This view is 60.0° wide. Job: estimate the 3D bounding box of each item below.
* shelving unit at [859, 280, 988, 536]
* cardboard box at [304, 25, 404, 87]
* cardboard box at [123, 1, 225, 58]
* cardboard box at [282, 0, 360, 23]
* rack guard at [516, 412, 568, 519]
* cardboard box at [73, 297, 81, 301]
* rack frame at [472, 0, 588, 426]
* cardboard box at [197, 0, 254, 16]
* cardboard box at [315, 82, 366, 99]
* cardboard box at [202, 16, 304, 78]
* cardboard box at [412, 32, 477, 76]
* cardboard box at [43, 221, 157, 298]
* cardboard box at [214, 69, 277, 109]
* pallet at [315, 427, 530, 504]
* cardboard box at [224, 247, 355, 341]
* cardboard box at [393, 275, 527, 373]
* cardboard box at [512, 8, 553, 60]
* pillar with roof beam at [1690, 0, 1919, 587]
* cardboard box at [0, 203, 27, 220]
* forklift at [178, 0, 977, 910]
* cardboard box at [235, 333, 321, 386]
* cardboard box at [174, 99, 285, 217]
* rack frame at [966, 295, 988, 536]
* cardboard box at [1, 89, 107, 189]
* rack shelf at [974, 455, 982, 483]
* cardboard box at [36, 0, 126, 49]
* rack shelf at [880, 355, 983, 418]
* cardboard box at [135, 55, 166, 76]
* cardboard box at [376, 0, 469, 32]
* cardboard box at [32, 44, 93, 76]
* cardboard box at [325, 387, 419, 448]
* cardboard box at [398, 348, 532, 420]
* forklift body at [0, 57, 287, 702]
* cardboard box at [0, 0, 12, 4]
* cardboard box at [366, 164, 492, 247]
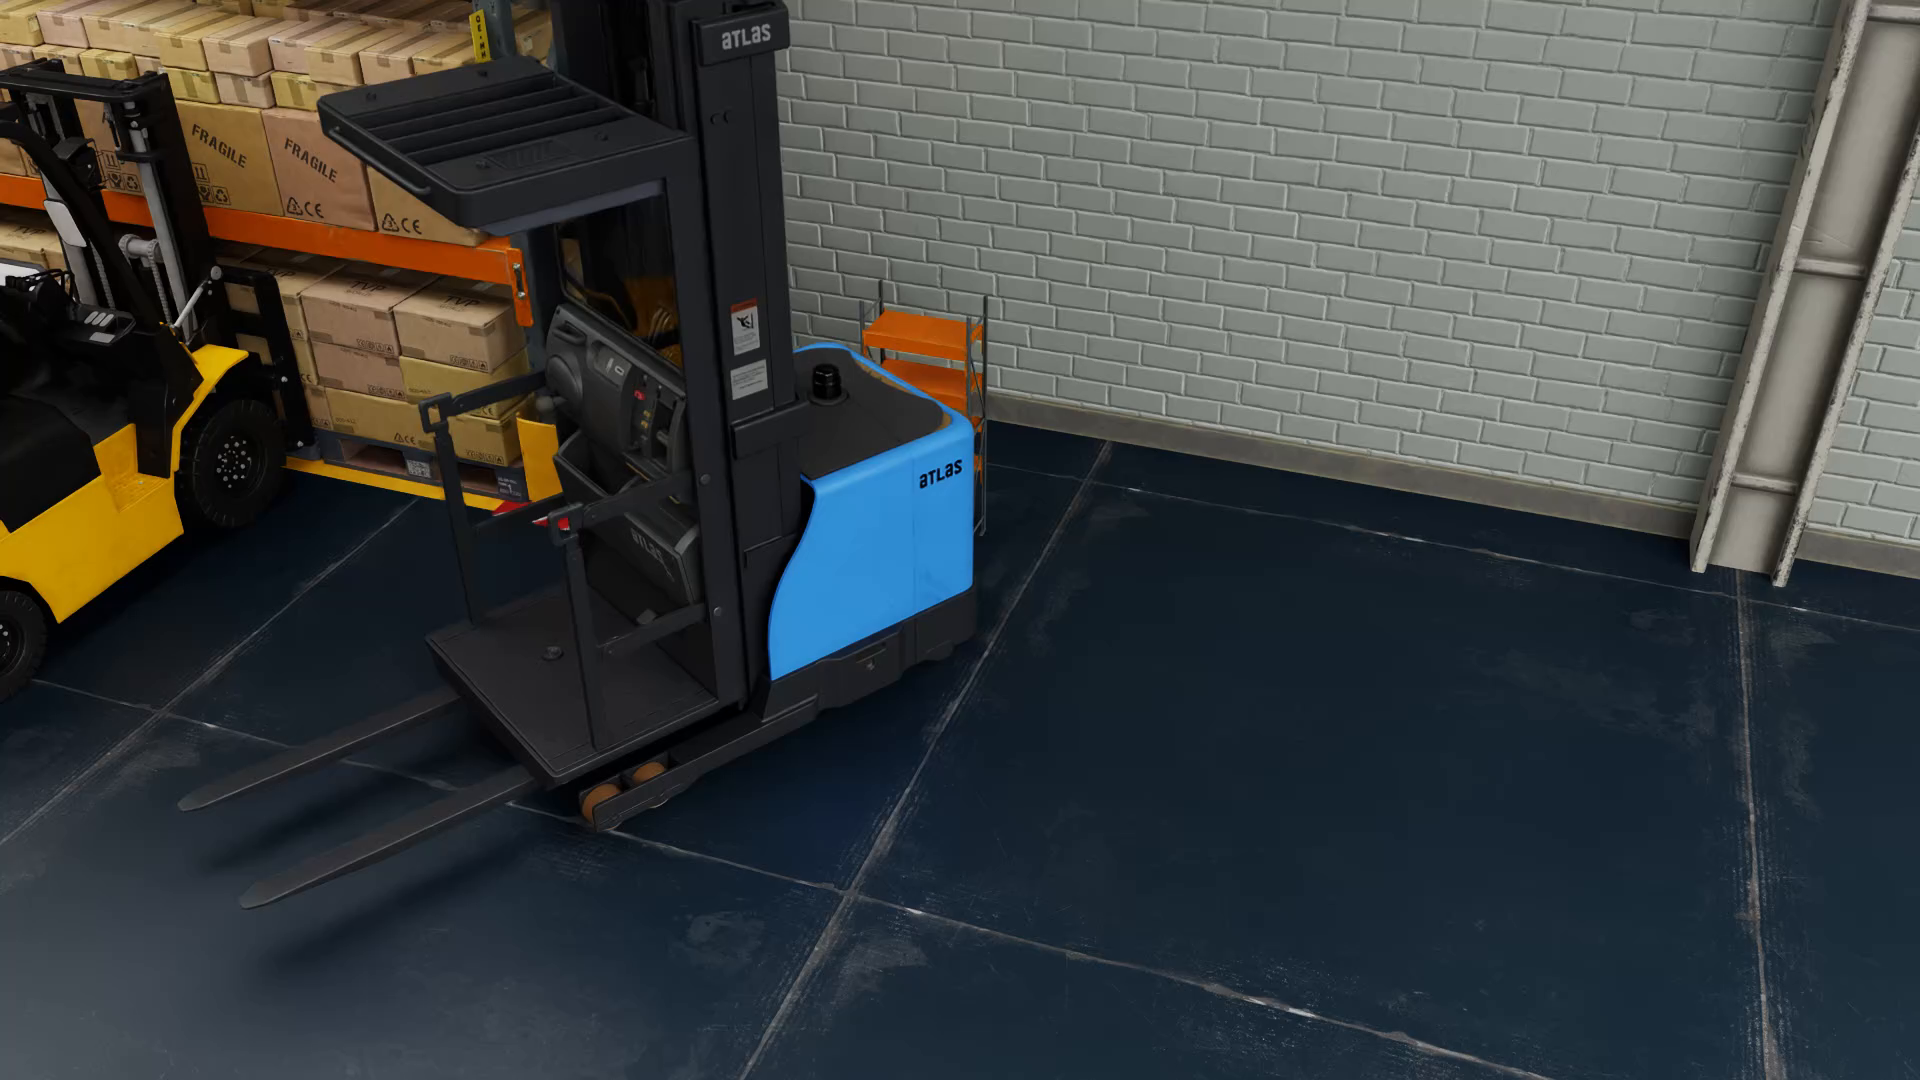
[{"bbox_3d":[-0.156,-0.534,7.471,0.503,1.200,0.258,11,34,16],"label":"shelving unit"},{"bbox_3d":[-2.654,-2.135,7.326,0.250,0.149,0.380,12,35,18],"label":"cardboard box"},{"bbox_3d":[-3.602,-2.349,7.658,0.250,0.149,0.380,12,35,17],"label":"cardboard box"},{"bbox_3d":[-2.964,-2.479,7.859,0.250,0.149,0.380,12,35,18],"label":"cardboard box"},{"bbox_3d":[-1.725,-0.619,8.248,0.348,0.500,1.175,11,34,16],"label":"rack guard"},{"bbox_3d":[-4.218,-1.202,8.533,0.500,0.250,0.500,11,34,16],"label":"cardboard box"},{"bbox_3d":[-1.747,-1.674,7.577,0.127,3.000,1.000,11,34,16],"label":"rack frame"},{"bbox_3d":[-3.438,-2.582,8.019,0.250,0.149,0.380,11,34,17],"label":"cardboard box"},{"bbox_3d":[-2.643,-2.019,7.422,0.250,0.149,0.380,12,35,17],"label":"cardboard box"},{"bbox_3d":[-3.146,-2.209,7.442,0.250,0.149,0.380,12,35,18],"label":"cardboard box"},{"bbox_3d":[-2.156,-2.071,7.228,0.250,0.149,0.380,11,34,17],"label":"cardboard box"},{"bbox_3d":[-4.213,-1.415,8.402,0.500,0.250,0.500,12,35,18],"label":"cardboard box"},{"bbox_3d":[-3.139,-2.095,7.539,0.250,0.149,0.380,10,34,15],"label":"cardboard box"},{"bbox_3d":[-2.481,-0.621,8.517,1.213,0.211,1.003,11,34,16],"label":"pallet"},{"bbox_3d":[-3.247,-1.218,8.097,0.500,0.250,0.500,11,35,17],"label":"cardboard box"},{"bbox_3d":[-2.286,-1.040,7.822,0.500,0.250,0.500,12,35,18],"label":"cardboard box"},{"bbox_3d":[-1.991,-2.284,7.558,0.250,0.149,0.380,10,34,16],"label":"cardboard box"},{"bbox_3d":[2.097,-1.486,1.755,0.400,9.000,9.100,11,34,16],"label":"pillar with roof beam"},{"bbox_3d":[-5.163,-1.599,8.686,0.500,0.250,0.500,10,34,16],"label":"cardboard box"},{"bbox_3d":[-1.392,-0.490,5.807,3.031,2.935,1.130,-24,40,-32],"label":"forklift"},{"bbox_3d":[-3.273,-1.016,8.245,0.500,0.250,0.500,10,34,15],"label":"cardboard box"},{"bbox_3d":[-3.267,-1.865,7.781,0.500,0.500,0.500,10,34,16],"label":"cardboard box"},{"bbox_3d":[0.074,-0.490,7.402,0.015,1.200,0.240,11,34,16],"label":"rack frame"},{"bbox_3d":[-4.210,-2.054,8.074,0.500,0.500,0.500,11,34,16],"label":"cardboard box"},{"bbox_3d":[-0.156,-0.311,7.616,0.480,0.148,0.258,11,34,16],"label":"rack shelf"},{"bbox_3d":[-4.073,-2.440,7.800,0.250,0.149,0.380,11,34,16],"label":"cardboard box"},{"bbox_3d":[-0.156,-0.666,7.387,0.480,0.148,0.258,11,34,16],"label":"rack shelf"},{"bbox_3d":[-3.589,-2.223,7.737,0.250,0.149,0.380,11,34,16],"label":"cardboard box"},{"bbox_3d":[-2.480,-2.390,7.722,0.250,0.149,0.380,12,35,17],"label":"cardboard box"},{"bbox_3d":[-4.106,-2.279,7.824,0.250,0.149,0.380,10,34,15],"label":"cardboard box"},{"bbox_3d":[-2.761,-0.716,8.241,0.500,0.250,0.500,11,34,16],"label":"cardboard box"},{"bbox_3d":[-2.311,-0.835,7.964,0.500,0.250,0.500,11,34,16],"label":"cardboard box"},{"bbox_3d":[-4.148,-0.733,6.902,1.214,2.155,2.313,11,34,16],"label":"forklift body"},{"bbox_3d":[-4.585,-2.492,7.880,0.250,0.149,0.380,12,35,18],"label":"cardboard box"},{"bbox_3d":[-2.299,-1.672,7.482,0.500,0.500,0.500,10,34,15],"label":"cardboard box"}]
